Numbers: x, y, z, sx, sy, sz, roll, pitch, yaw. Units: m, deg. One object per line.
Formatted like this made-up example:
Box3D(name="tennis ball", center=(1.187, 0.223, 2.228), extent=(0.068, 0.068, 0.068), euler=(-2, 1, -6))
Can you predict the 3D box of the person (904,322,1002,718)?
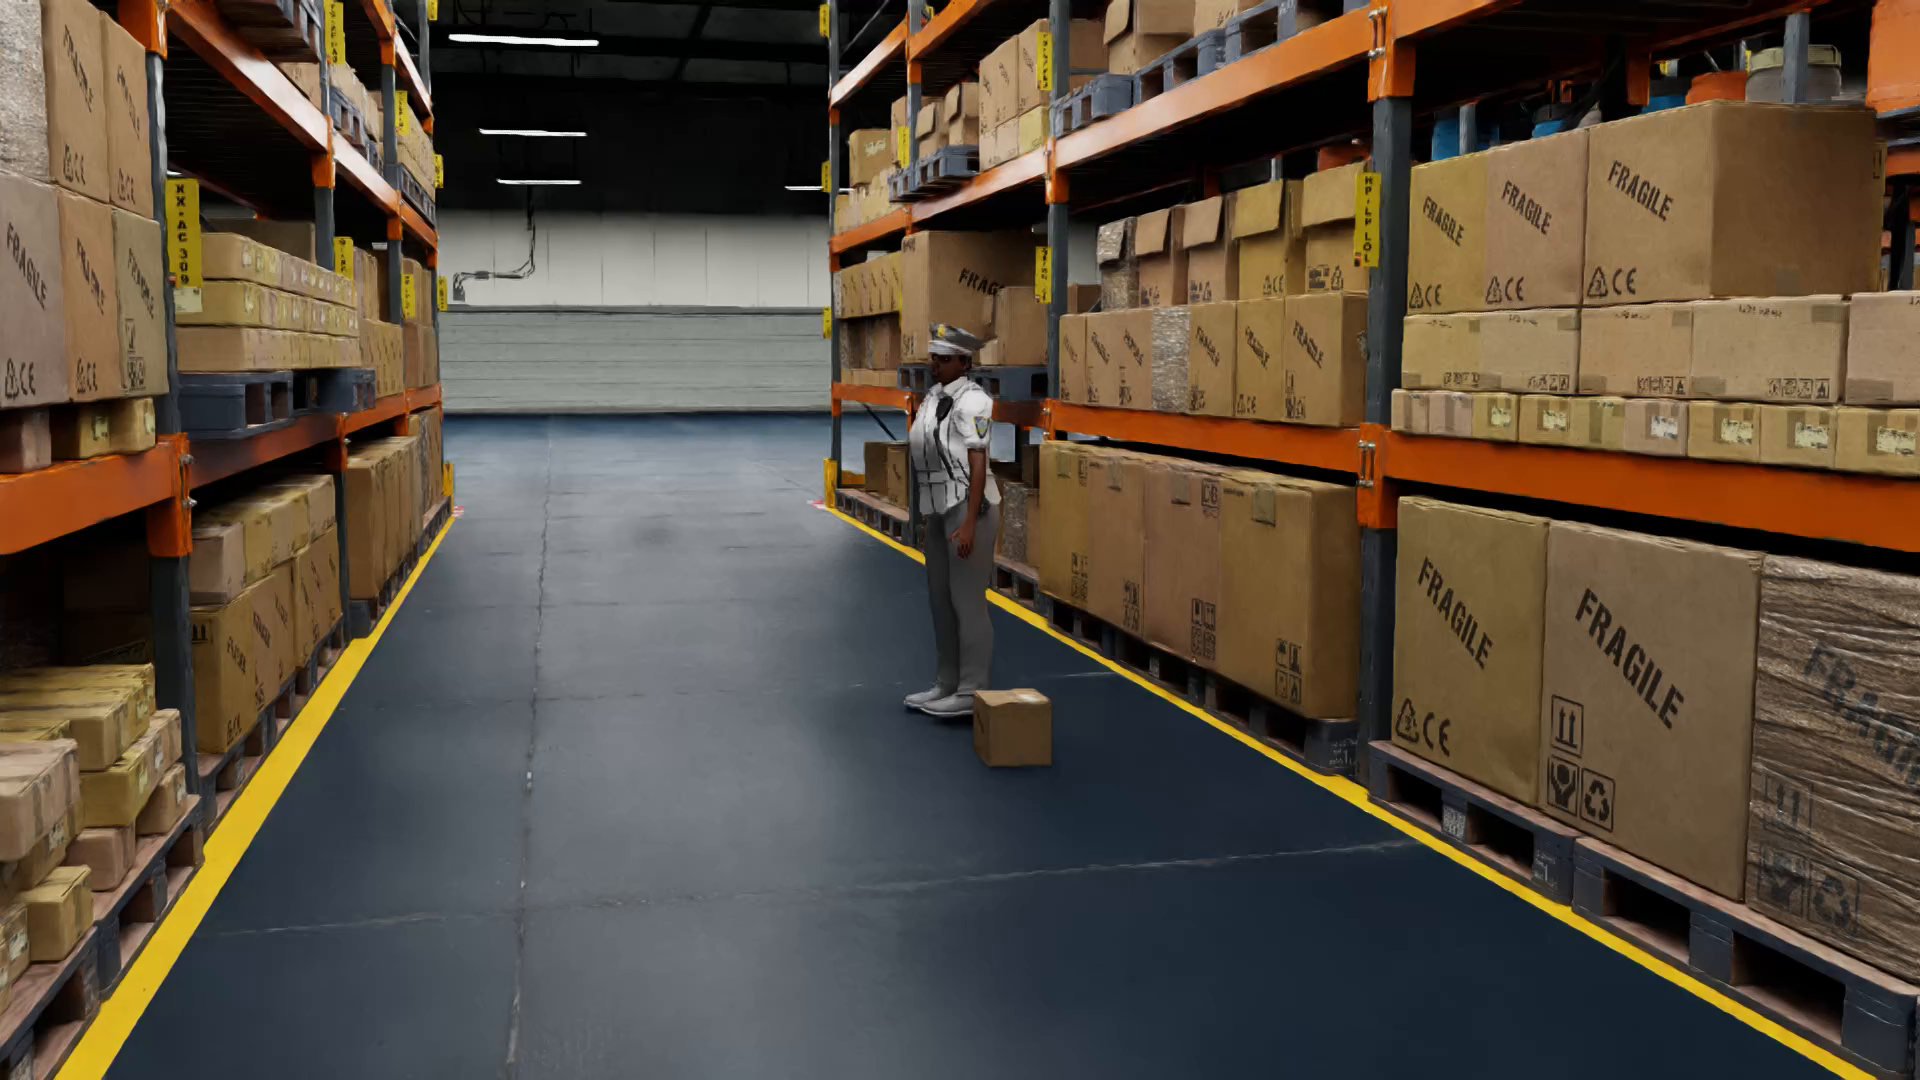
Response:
Box3D(name="person", center=(-0.026, -0.083, 7.166), extent=(0.364, 1.691, 0.502), euler=(-4, 7, -31))
